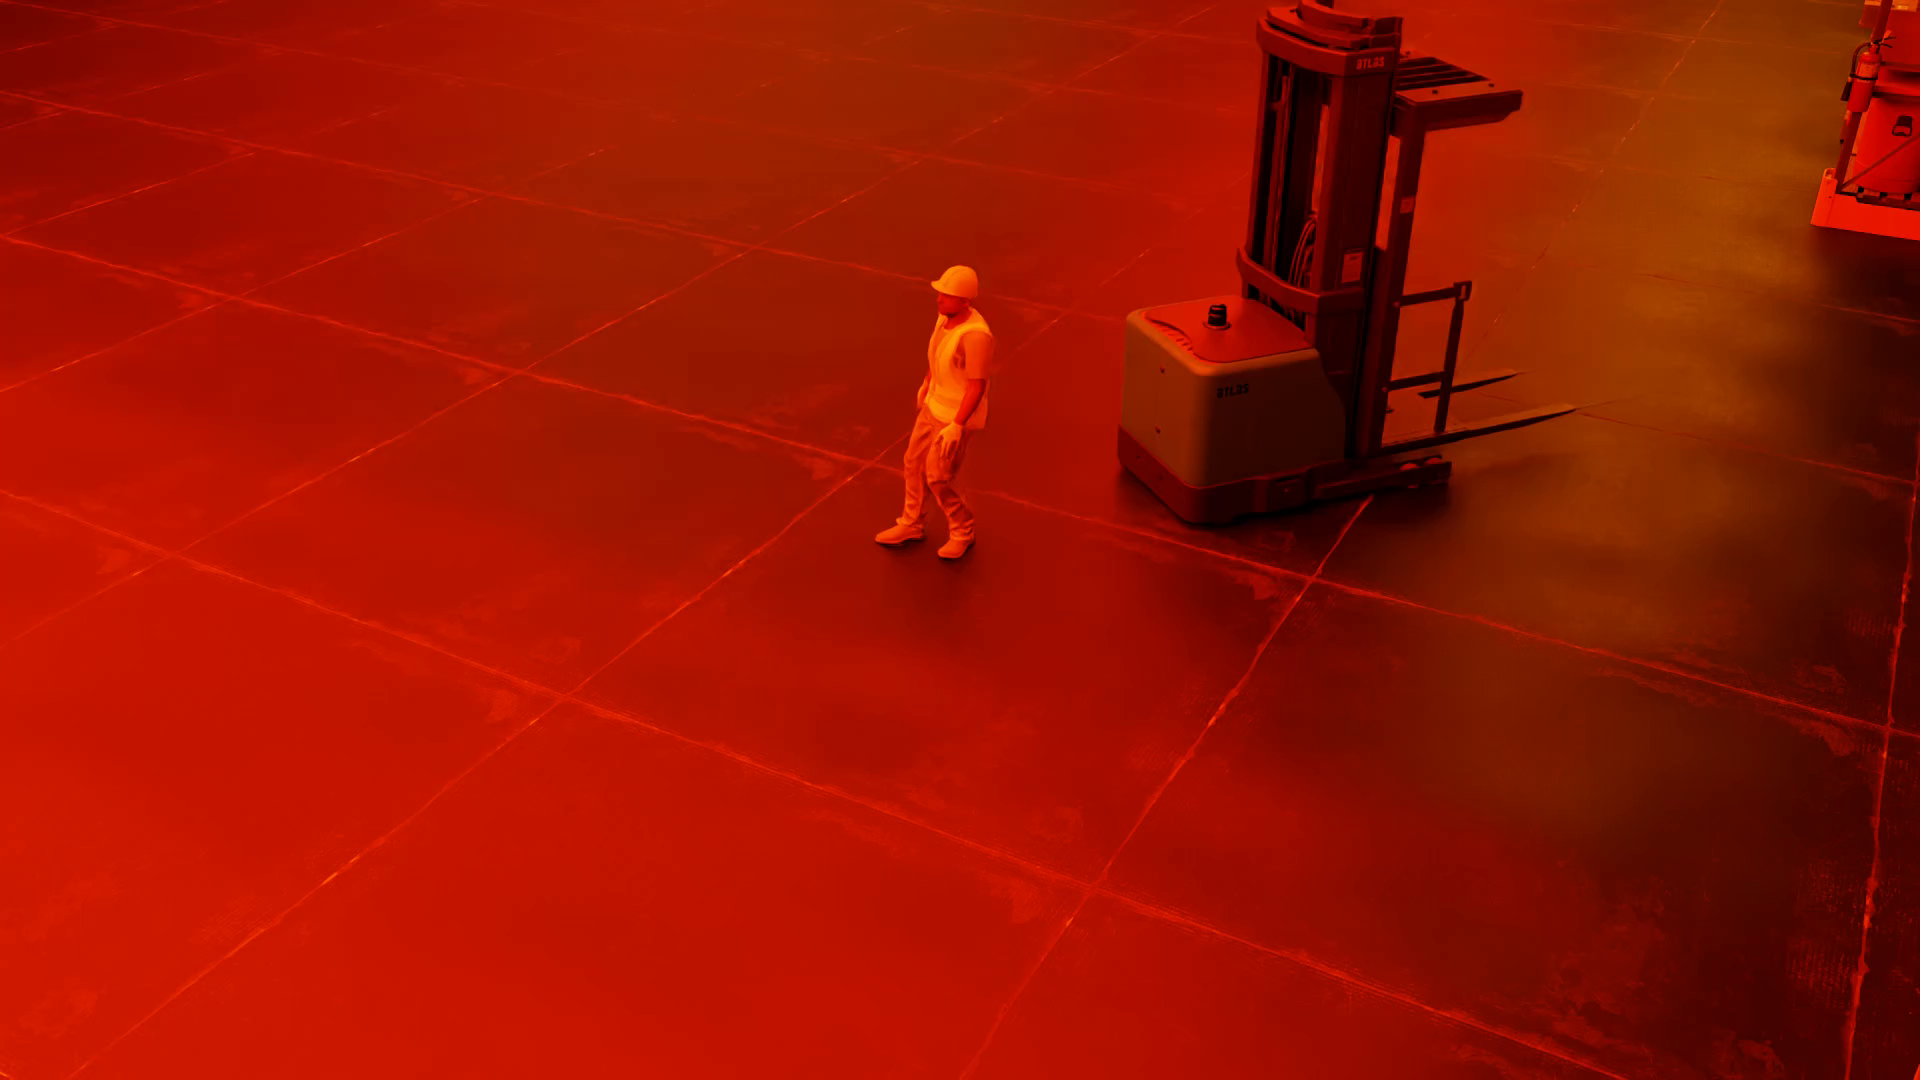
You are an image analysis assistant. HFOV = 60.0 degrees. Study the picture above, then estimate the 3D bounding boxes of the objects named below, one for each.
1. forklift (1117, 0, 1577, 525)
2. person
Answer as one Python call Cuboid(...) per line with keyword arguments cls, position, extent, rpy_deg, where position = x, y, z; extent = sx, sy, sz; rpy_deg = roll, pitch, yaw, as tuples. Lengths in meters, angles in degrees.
Cuboid(cls="forklift", position=(2.585, -1.822, 10.227), extent=(3.031, 2.935, 1.130), rpy_deg=(-12, 32, -19))
Cuboid(cls="person", position=(-0.162, -0.724, 9.520), extent=(0.651, 1.760, 0.727), rpy_deg=(-9, 31, -15))
